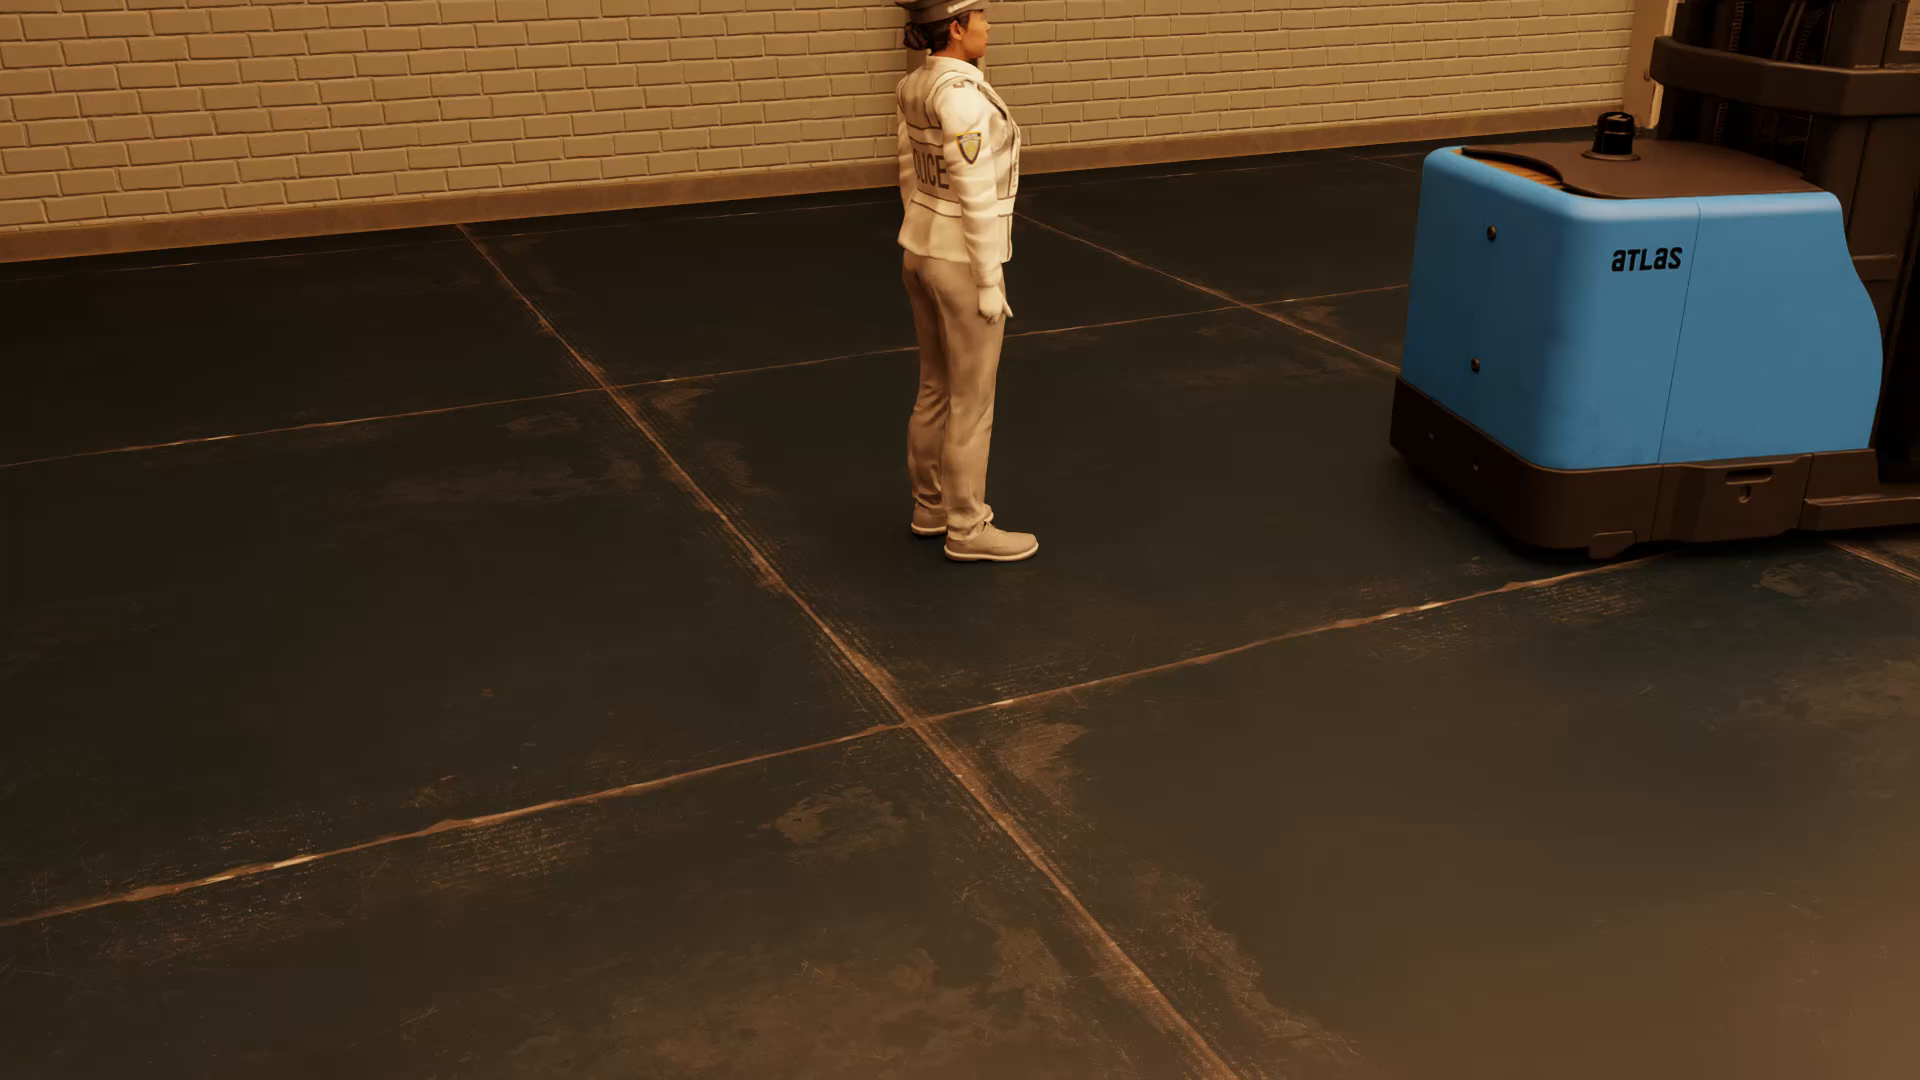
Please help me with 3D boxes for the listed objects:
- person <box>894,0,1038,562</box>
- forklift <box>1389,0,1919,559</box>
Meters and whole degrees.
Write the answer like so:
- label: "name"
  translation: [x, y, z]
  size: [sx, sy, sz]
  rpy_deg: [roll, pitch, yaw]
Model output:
- label: "person"
  translation: [-0.003, -0.781, 4.788]
  size: [0.353, 1.694, 0.461]
  rpy_deg: [-10, 25, -23]
- label: "forklift"
  translation: [3.046, -1.564, 5.052]
  size: [3.031, 2.935, 1.130]
  rpy_deg: [-4, 23, -10]
